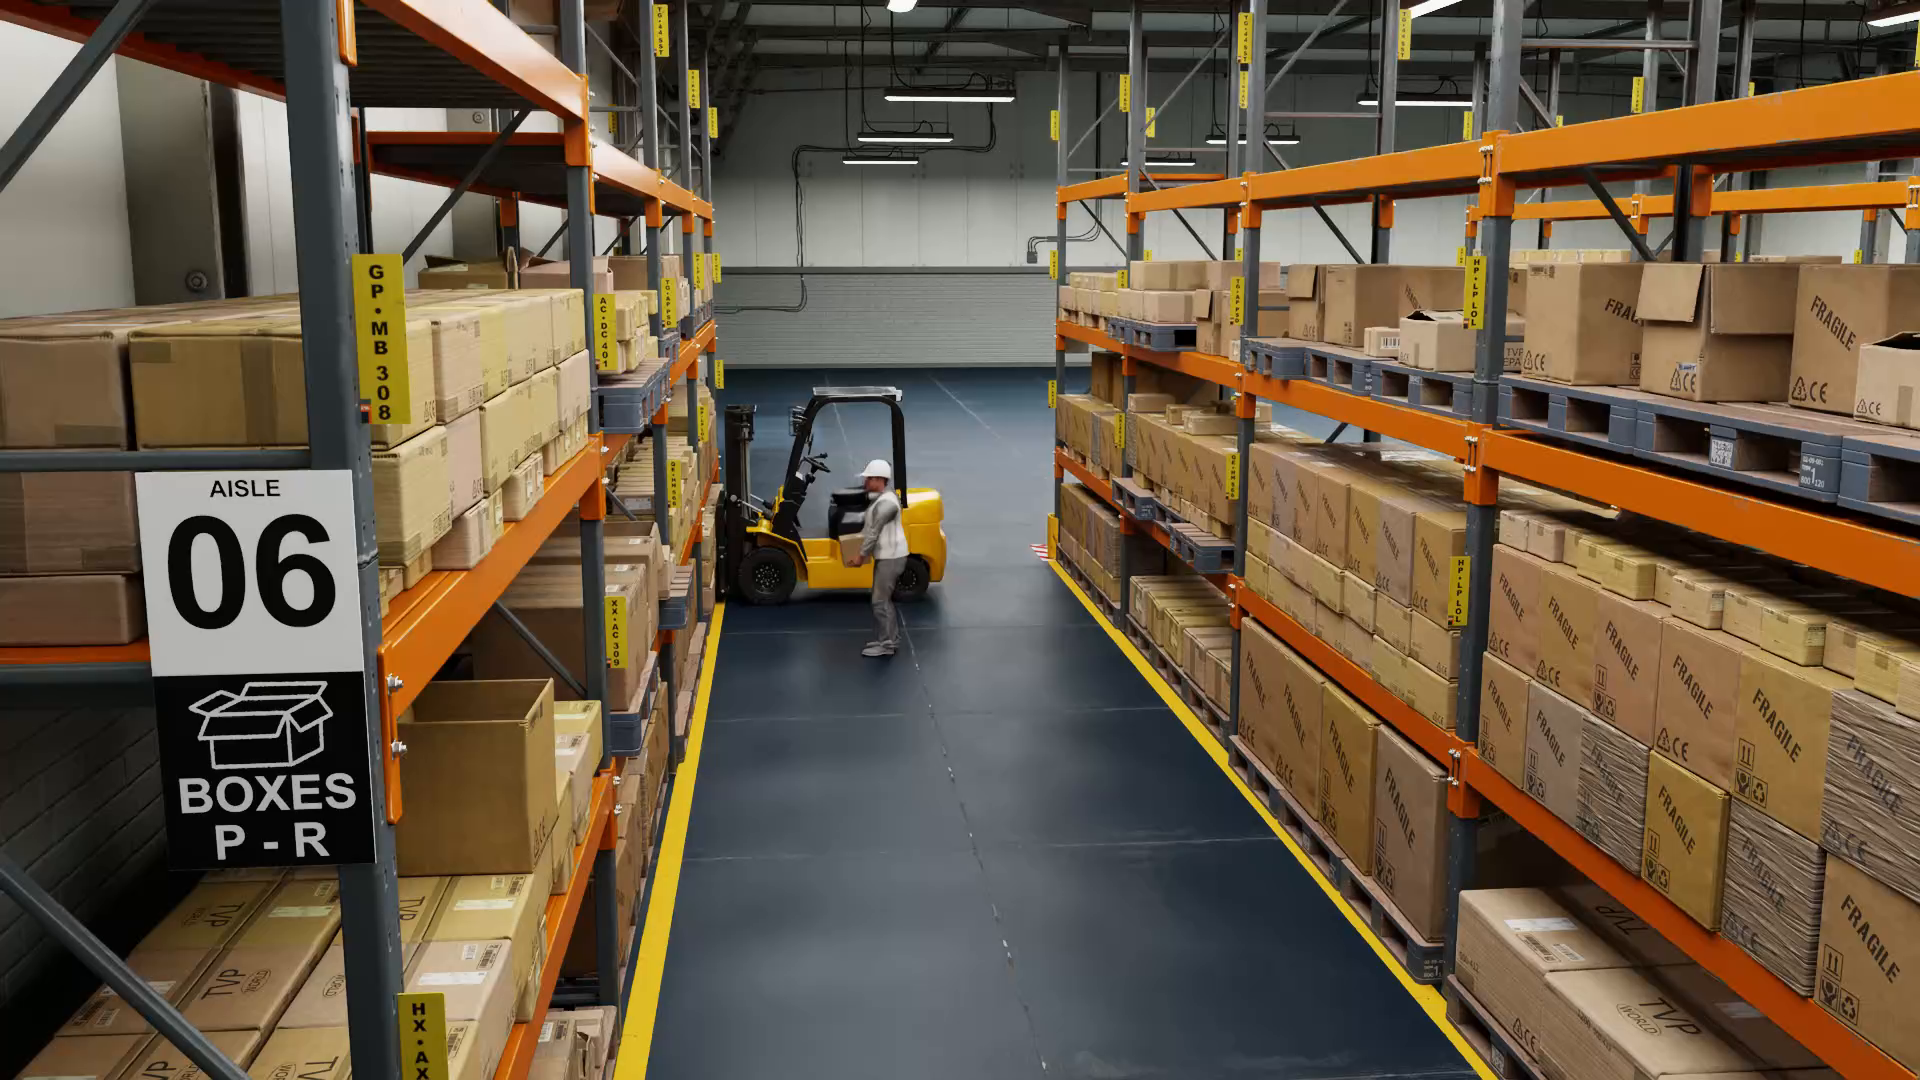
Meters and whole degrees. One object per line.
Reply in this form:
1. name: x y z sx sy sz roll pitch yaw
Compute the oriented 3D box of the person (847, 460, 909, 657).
1. person: -0.744 0.157 14.955 0.567 1.768 0.491 -1 10 -7
